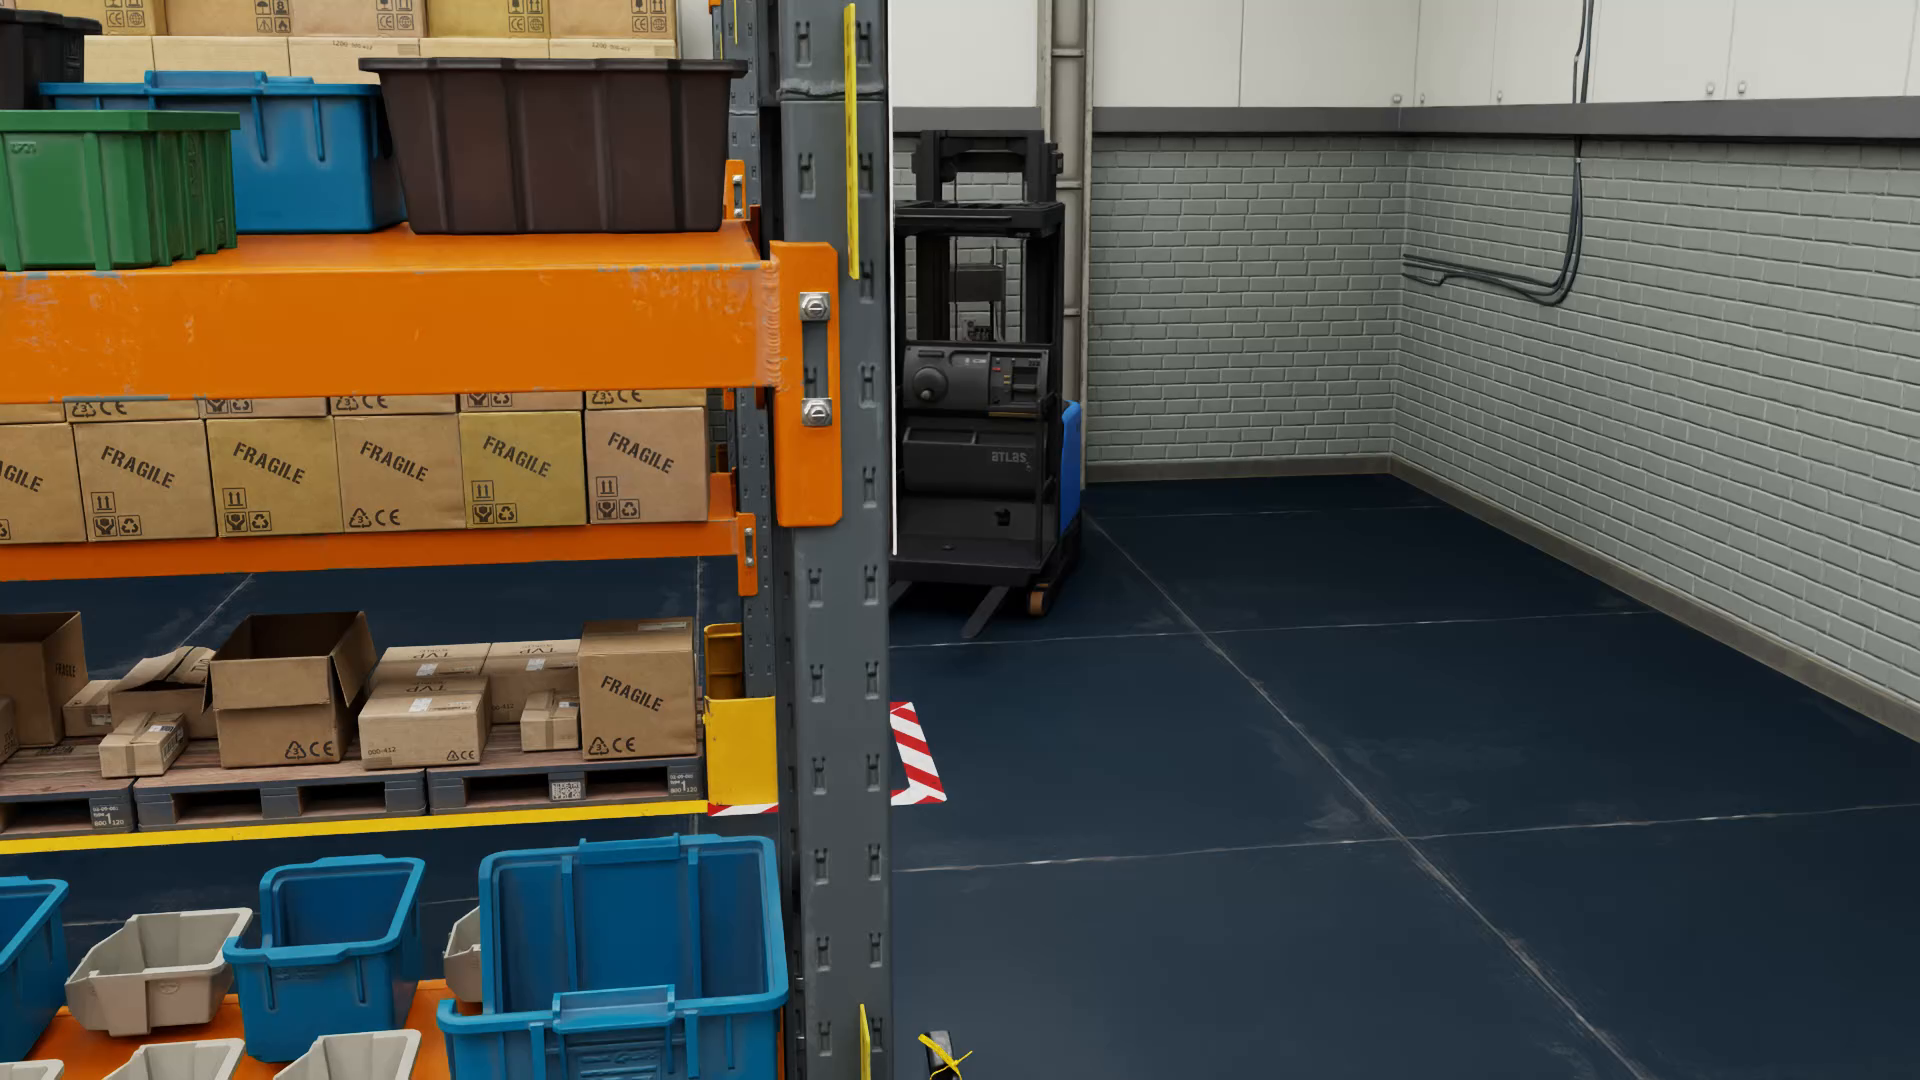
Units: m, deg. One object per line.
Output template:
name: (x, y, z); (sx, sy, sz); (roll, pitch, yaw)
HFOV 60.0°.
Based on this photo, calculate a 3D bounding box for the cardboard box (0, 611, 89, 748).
cardboard box: (-4.401, 0.647, 7.709); (0.500, 0.500, 0.500); (-2, 14, -8)

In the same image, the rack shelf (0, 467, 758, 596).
rack shelf: (-2.944, 0.014, 7.480); (4.000, 0.370, 1.077); (-2, 14, -8)

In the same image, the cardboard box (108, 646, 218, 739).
cardboard box: (-3.659, 0.712, 7.840); (0.500, 0.311, 0.500); (-2, 14, -8)

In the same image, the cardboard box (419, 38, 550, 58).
cardboard box: (-1.931, -1.934, 6.883); (0.500, 0.250, 0.500); (-2, 14, -8)

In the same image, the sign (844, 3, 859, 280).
sign: (-0.134, -0.489, 2.053); (0.005, 0.325, 0.100); (-2, 14, -8)

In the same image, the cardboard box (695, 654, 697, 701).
cardboard box: (-1.432, 0.694, 8.244); (0.250, 0.149, 0.380); (-2, 14, -8)

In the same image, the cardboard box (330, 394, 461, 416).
cardboard box: (-2.377, -0.821, 7.067); (0.500, 0.500, 0.500); (-2, 14, -7)

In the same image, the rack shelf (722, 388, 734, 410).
rack shelf: (-3.686, -1.178, 12.231); (4.000, 0.370, 1.077); (-2, 14, -8)

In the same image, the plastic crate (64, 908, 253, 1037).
plastic crate: (-1.526, 0.829, 3.170); (0.298, 0.136, 0.250); (-2, 14, -8)

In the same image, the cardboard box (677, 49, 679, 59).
cardboard box: (-1.513, -2.076, 7.450); (0.500, 0.250, 0.500); (-2, 14, -8)

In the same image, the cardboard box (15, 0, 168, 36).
cardboard box: (-3.437, -2.282, 6.726); (0.500, 0.500, 0.700); (-2, 14, -8)

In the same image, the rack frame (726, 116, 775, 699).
rack frame: (-0.966, -0.408, 7.682); (0.127, 3.000, 1.000); (-2, 14, -8)

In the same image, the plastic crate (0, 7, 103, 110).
plastic crate: (-1.784, -0.652, 2.616); (0.767, 0.338, 0.504); (-2, 14, -8)

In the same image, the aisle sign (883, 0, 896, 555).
aisle sign: (-0.117, -0.409, 2.343); (0.004, 0.787, 0.394); (-2, 14, -8)

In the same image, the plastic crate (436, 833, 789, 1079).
plastic crate: (-0.535, 0.795, 2.691); (0.499, 0.435, 0.616); (-2, 14, -8)

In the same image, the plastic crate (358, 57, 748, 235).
plastic crate: (-0.654, -0.661, 2.793); (0.590, 0.269, 0.497); (-2, 14, -8)

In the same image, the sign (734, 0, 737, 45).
sign: (-0.903, -2.158, 6.674); (0.005, 0.325, 0.100); (-2, 14, -8)

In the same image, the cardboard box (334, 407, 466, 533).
cardboard box: (-2.375, -0.338, 7.198); (0.500, 0.500, 0.500); (-2, 14, -8)

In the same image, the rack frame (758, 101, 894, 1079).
rack frame: (-0.232, 0.784, 2.930); (0.127, 3.000, 1.000); (-2, 14, -8)

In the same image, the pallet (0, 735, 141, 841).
pallet: (-4.242, 1.065, 7.541); (1.213, 0.211, 1.003); (-2, 14, -8)

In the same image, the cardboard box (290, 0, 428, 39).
cardboard box: (-2.457, -2.332, 6.927); (0.500, 0.500, 0.700); (-2, 14, -8)

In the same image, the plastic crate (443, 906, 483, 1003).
plastic crate: (-0.855, 0.804, 3.268); (0.298, 0.136, 0.250); (-2, 14, -8)

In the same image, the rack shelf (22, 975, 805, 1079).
rack shelf: (-2.210, 1.205, 2.729); (4.000, 0.370, 1.077); (-2, 14, -8)

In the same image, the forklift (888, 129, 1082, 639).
forklift: (0.057, -1.043, 10.355); (1.130, 2.935, 3.031); (3, 14, 12)

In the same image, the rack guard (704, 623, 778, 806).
rack guard: (-1.041, 0.807, 7.975); (0.348, 0.500, 1.175); (-2, 14, -8)

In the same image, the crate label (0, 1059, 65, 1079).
crate label: (-1.572, 0.979, 2.572); (0.243, 0.136, 0.396); (-2, 14, -8)

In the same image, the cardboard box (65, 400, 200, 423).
cardboard box: (-3.395, -0.783, 6.917); (0.500, 0.500, 0.500); (-3, 14, -10)

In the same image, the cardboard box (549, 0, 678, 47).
cardboard box: (-1.472, -2.374, 7.093); (0.500, 0.500, 0.700); (-2, 14, -8)

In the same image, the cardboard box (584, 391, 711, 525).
cardboard box: (-1.369, -0.375, 7.344); (0.500, 0.500, 0.500); (-2, 14, -7)

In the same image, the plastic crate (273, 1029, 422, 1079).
plastic crate: (-1.011, 0.956, 2.663); (0.243, 0.136, 0.396); (-2, 14, -8)

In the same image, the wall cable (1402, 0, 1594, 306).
wall cable: (3.938, -3.122, 12.555); (0.112, 2.526, 3.097); (-2, 14, -8)

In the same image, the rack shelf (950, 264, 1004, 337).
rack shelf: (0.039, -1.750, 12.060); (0.480, 0.518, 0.431); (-3, 14, -11)

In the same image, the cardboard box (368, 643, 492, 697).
cardboard box: (-2.535, 0.700, 8.012); (0.500, 0.250, 0.500); (-2, 14, -8)

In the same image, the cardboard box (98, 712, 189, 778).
cardboard box: (-3.620, 0.901, 7.382); (0.250, 0.166, 0.380); (-2, 14, -8)

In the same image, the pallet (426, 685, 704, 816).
pallet: (-1.830, 0.977, 7.894); (1.213, 0.211, 1.003); (-2, 14, -8)

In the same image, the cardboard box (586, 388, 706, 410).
cardboard box: (-1.365, -0.859, 7.220); (0.500, 0.500, 0.500); (-2, 14, -9)

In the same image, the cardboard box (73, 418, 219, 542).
cardboard box: (-3.376, -0.301, 7.051); (0.500, 0.500, 0.500); (-2, 14, -9)

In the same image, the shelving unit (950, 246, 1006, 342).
shelving unit: (0.039, -1.084, 12.227); (0.503, 2.100, 0.431); (-3, 14, -11)

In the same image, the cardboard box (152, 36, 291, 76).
cardboard box: (-2.919, -1.897, 6.736); (0.500, 0.250, 0.500); (-2, 14, -8)

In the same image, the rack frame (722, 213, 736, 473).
rack frame: (-1.708, -1.599, 12.432); (0.127, 3.000, 1.000); (-2, 14, -8)

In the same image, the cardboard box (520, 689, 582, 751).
cardboard box: (-1.881, 0.825, 7.686); (0.250, 0.166, 0.380); (-2, 14, -8)
